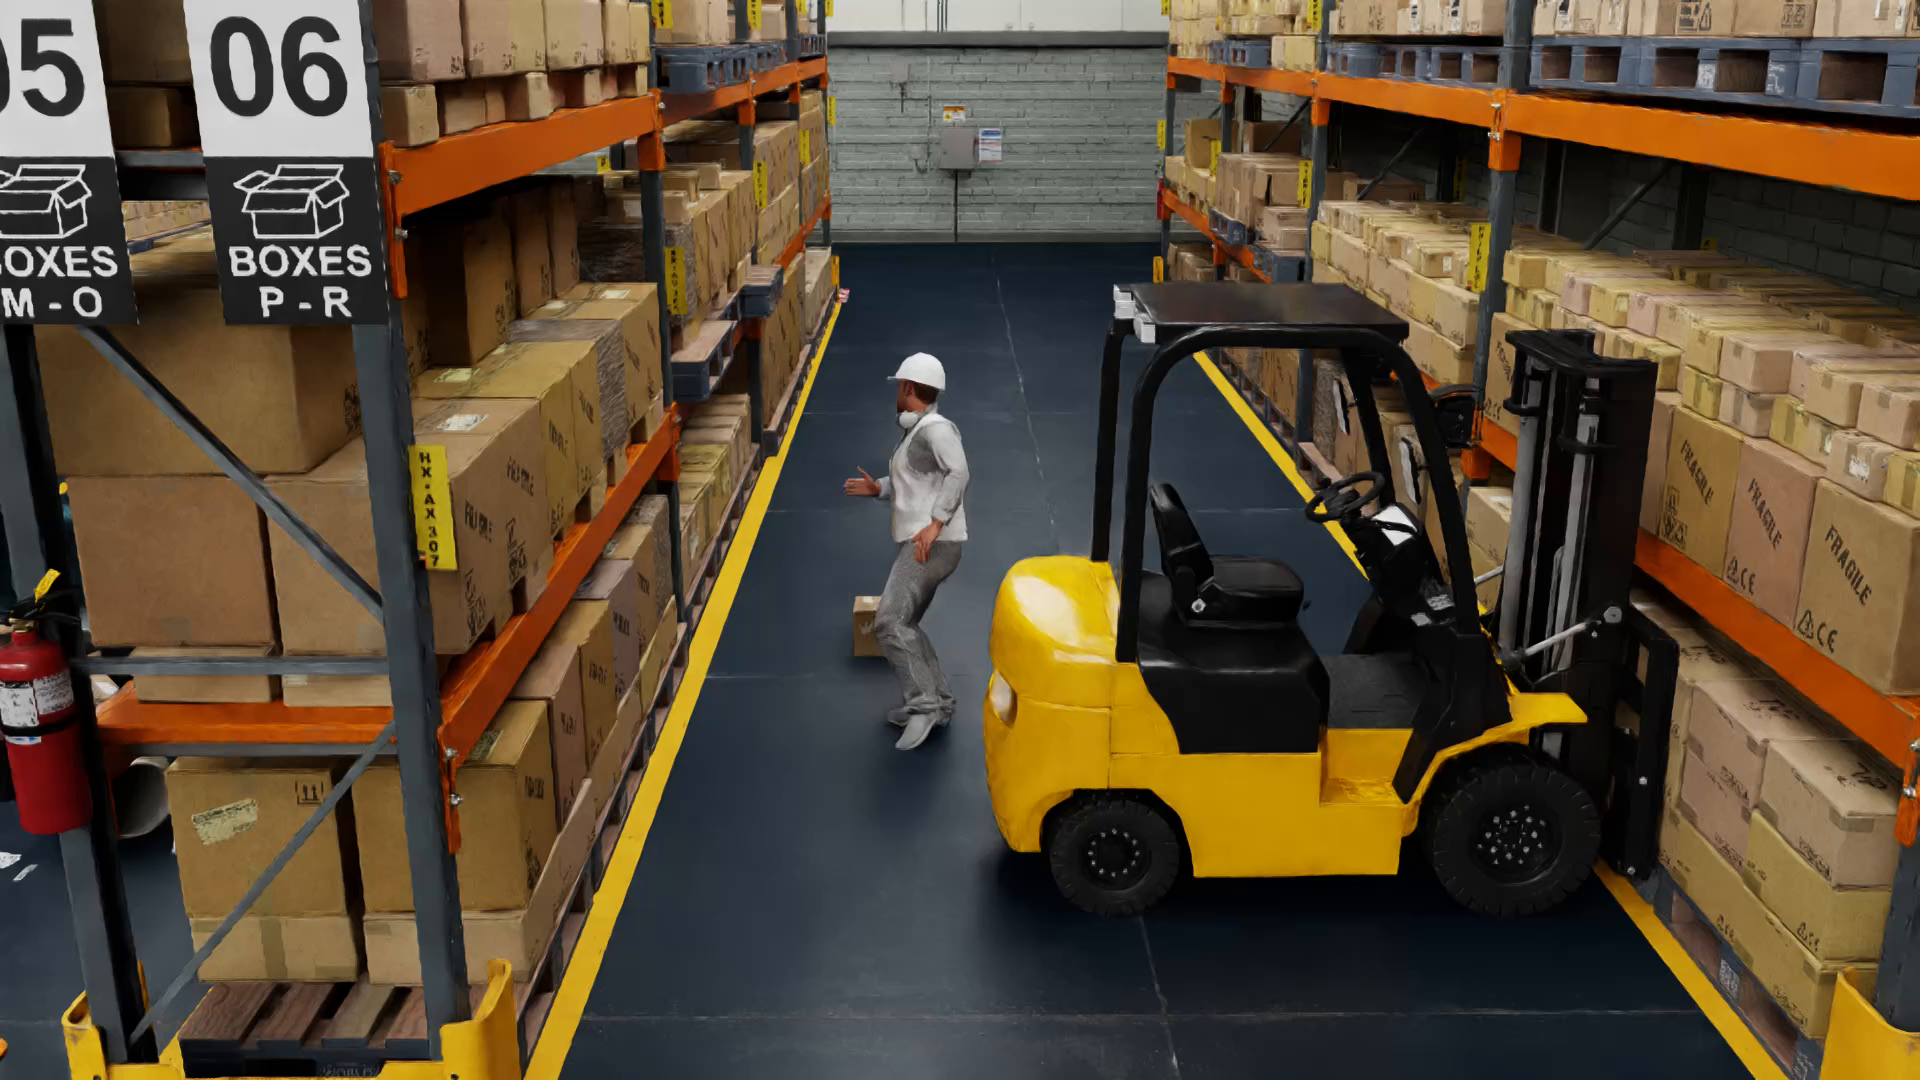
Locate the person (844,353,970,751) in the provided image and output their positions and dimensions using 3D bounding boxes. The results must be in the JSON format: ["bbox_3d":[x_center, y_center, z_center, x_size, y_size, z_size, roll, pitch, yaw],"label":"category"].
[{"bbox_3d":[-0.241,0.036,7.640,0.567,1.688,0.905,-2,17,-6],"label":"person"}]
